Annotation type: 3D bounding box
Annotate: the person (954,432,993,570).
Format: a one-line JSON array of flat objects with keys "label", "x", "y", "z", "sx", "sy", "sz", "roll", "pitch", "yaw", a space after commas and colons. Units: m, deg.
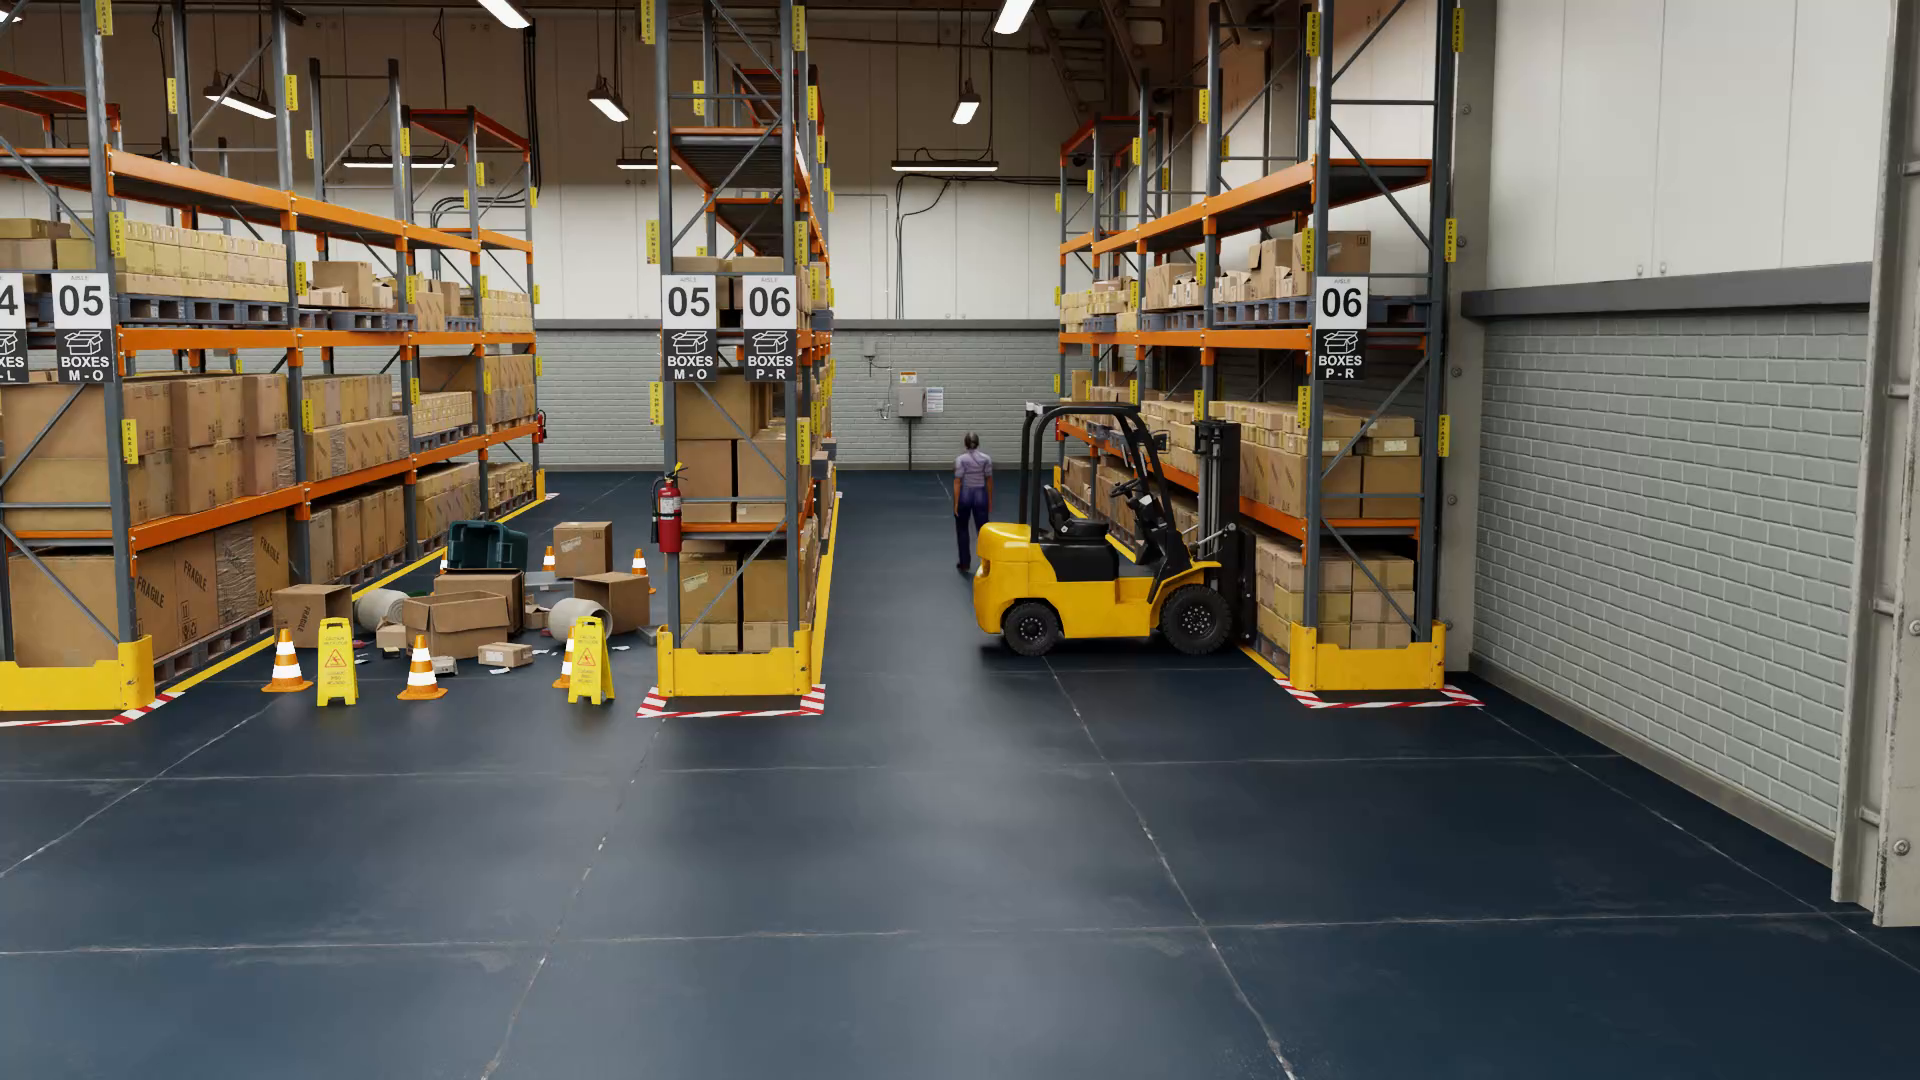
[{"label": "person", "x": 0.159, "y": -0.439, "z": 19.321, "sx": 0.487, "sy": 1.608, "sz": 0.716, "roll": -1, "pitch": 7, "yaw": -11}]
